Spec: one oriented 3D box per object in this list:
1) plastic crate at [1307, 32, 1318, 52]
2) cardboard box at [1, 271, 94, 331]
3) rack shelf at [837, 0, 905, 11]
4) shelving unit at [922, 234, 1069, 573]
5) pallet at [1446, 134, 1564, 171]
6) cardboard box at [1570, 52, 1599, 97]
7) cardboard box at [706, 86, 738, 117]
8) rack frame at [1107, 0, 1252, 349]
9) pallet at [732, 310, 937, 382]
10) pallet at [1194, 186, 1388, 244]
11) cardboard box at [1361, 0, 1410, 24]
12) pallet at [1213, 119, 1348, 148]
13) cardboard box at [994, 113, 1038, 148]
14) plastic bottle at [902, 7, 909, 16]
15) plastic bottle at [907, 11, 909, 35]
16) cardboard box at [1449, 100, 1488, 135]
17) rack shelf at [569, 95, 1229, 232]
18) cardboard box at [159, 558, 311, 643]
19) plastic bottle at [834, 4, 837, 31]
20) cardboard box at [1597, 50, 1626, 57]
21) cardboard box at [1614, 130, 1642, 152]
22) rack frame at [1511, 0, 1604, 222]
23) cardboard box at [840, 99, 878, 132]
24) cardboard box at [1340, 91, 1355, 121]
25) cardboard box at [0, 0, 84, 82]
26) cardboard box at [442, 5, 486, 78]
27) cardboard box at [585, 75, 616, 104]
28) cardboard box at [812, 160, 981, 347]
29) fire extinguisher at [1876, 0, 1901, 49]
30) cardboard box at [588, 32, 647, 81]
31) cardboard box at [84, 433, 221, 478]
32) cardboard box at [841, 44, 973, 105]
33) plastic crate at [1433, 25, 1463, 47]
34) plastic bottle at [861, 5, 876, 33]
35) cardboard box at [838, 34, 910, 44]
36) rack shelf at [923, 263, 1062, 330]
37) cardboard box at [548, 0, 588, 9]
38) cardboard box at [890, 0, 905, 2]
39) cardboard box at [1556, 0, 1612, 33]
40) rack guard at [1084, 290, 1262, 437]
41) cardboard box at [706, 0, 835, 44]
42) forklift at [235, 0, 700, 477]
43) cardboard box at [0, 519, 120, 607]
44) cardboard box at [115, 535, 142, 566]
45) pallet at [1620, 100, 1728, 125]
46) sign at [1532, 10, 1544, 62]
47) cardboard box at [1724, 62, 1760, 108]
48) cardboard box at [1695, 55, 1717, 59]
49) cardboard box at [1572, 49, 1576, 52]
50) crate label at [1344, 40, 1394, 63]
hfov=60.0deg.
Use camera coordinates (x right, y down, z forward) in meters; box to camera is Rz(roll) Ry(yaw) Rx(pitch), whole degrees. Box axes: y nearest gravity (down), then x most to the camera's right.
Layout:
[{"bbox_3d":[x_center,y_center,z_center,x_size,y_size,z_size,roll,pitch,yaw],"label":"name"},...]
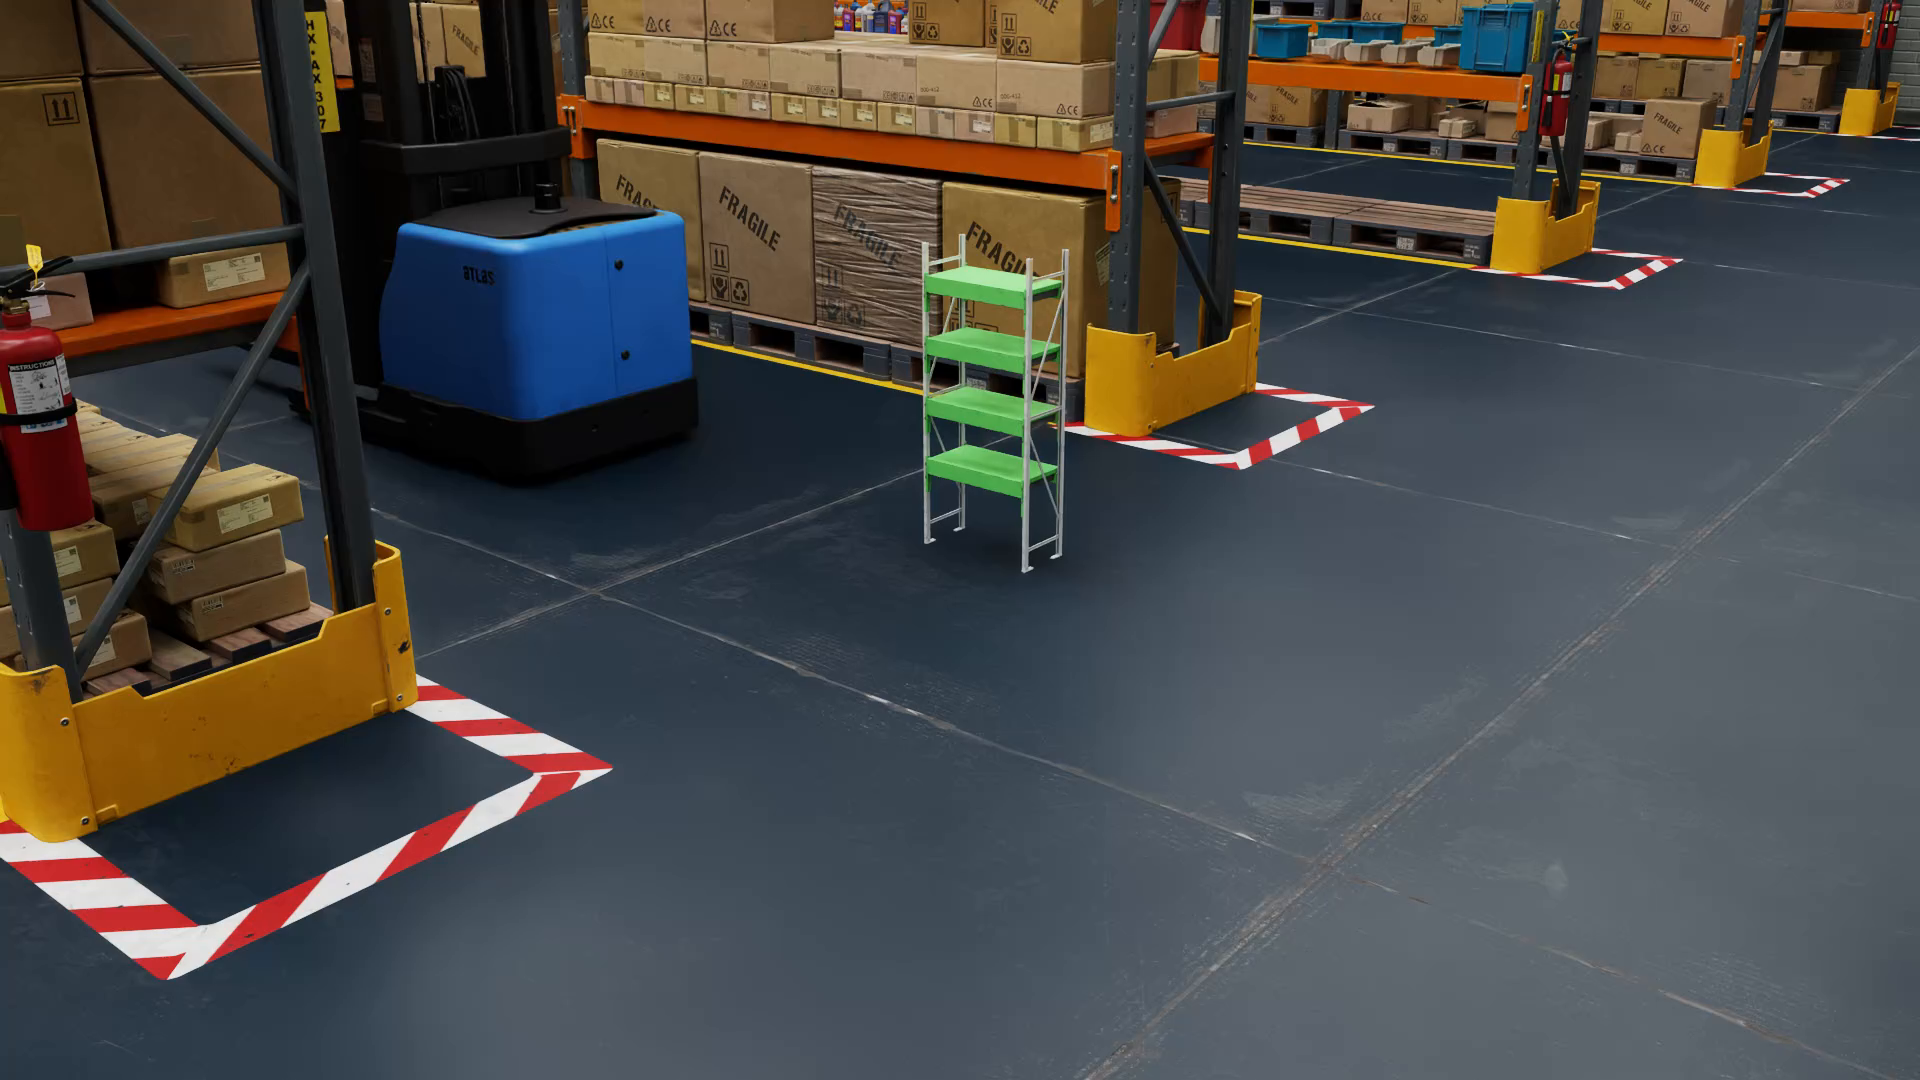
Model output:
[{"bbox_3d":[2.638,-3.934,13.137,0.466,0.136,0.293,16,26,36],"label":"plastic crate"},{"bbox_3d":[-2.579,-0.634,4.454,0.250,0.149,0.380,16,26,36],"label":"cardboard box"},{"bbox_3d":[-0.414,-6.691,21.179,4.000,0.370,1.077,16,26,36],"label":"rack shelf"},{"bbox_3d":[0.128,-0.524,6.359,0.503,1.200,0.258,16,26,36],"label":"shelving unit"},{"bbox_3d":[5.715,-3.958,16.866,1.213,0.211,1.003,16,26,36],"label":"pallet"},{"bbox_3d":[7.878,-5.876,20.946,0.500,0.500,0.700,16,26,37],"label":"cardboard box"},{"bbox_3d":[-1.203,-2.475,9.335,0.250,0.149,0.380,16,26,36],"label":"cardboard box"},{"bbox_3d":[1.066,-2.089,7.957,0.127,3.000,1.000,16,26,36],"label":"rack frame"},{"bbox_3d":[-0.544,-1.214,9.587,1.213,0.211,1.003,16,26,36],"label":"pallet"},{"bbox_3d":[2.643,-2.605,13.277,1.213,0.211,1.003,16,26,36],"label":"pallet"},{"bbox_3d":[4.457,-5.547,16.986,0.500,0.500,0.500,17,26,38],"label":"cardboard box"},{"bbox_3d":[3.580,-4.555,18.448,1.213,0.211,1.003,16,26,36],"label":"pallet"},{"bbox_3d":[0.380,-2.019,8.126,0.250,0.149,0.380,16,26,37],"label":"cardboard box"},{"bbox_3d":[-0.479,-4.864,15.481,0.133,0.283,0.061,16,26,36],"label":"plastic bottle"},{"bbox_3d":[-0.368,-4.553,14.666,0.135,0.276,0.152,16,26,36],"label":"plastic bottle"},{"bbox_3d":[5.436,-4.420,17.324,0.500,0.311,0.500,16,26,36],"label":"cardboard box"},{"bbox_3d":[-0.483,-2.199,9.267,4.000,0.370,1.077,16,26,36],"label":"rack shelf"},{"bbox_3d":[-2.352,0.177,5.392,0.250,0.149,0.380,17,26,37],"label":"cardboard box"},{"bbox_3d":[-1.156,-4.765,15.235,0.097,0.271,0.097,0,21,0],"label":"plastic bottle"},{"bbox_3d":[8.028,-6.053,20.496,0.250,0.149,0.380,17,27,38],"label":"cardboard box"},{"bbox_3d":[6.499,-3.845,16.006,0.250,0.166,0.380,16,26,36],"label":"cardboard box"},{"bbox_3d":[4.198,-3.443,11.547,0.127,3.000,1.000,16,26,36],"label":"rack frame"},{"bbox_3d":[-0.411,-2.246,8.729,0.250,0.149,0.380,16,26,36],"label":"cardboard box"},{"bbox_3d":[4.013,-4.899,18.329,0.500,0.500,0.500,15,25,34],"label":"cardboard box"},{"bbox_3d":[-2.660,-1.444,4.265,0.500,0.500,0.500,15,26,35],"label":"cardboard box"},{"bbox_3d":[-2.947,-3.170,10.682,0.500,0.500,0.500,17,27,38],"label":"cardboard box"},{"bbox_3d":[-2.014,-2.707,9.952,0.250,0.149,0.380,16,26,36],"label":"cardboard box"},{"bbox_3d":[-0.185,-1.615,9.117,0.875,0.875,0.875,16,26,36],"label":"cardboard box"},{"bbox_3d":[10.287,-5.781,18.385,0.183,0.674,0.296,16,26,36],"label":"fire extinguisher"},{"bbox_3d":[-1.834,-2.874,9.830,0.500,0.250,0.500,16,26,35],"label":"cardboard box"},{"bbox_3d":[-2.743,-0.226,5.619,0.250,0.149,0.380,16,26,36],"label":"cardboard box"},{"bbox_3d":[-0.264,-2.420,8.627,0.500,0.250,0.500,15,25,35],"label":"cardboard box"},{"bbox_3d":[3.705,-3.685,12.340,0.300,0.233,0.416,16,26,36],"label":"plastic crate"},{"bbox_3d":[-0.794,-4.676,14.991,0.135,0.276,0.152,16,26,36],"label":"plastic bottle"},{"bbox_3d":[-0.336,-2.681,9.318,0.500,0.250,0.500,15,26,35],"label":"cardboard box"},{"bbox_3d":[0.128,-0.914,6.212,0.480,0.148,0.258,16,26,36],"label":"rack shelf"},{"bbox_3d":[-2.533,-3.638,10.501,0.637,0.503,0.797,15,25,35],"label":"cardboard box"},{"bbox_3d":[-0.583,-7.115,21.143,0.500,0.500,0.500,16,26,36],"label":"cardboard box"},{"bbox_3d":[6.027,-5.096,15.789,0.500,0.500,0.500,16,26,37],"label":"cardboard box"},{"bbox_3d":[1.085,-0.914,8.384,0.348,0.500,1.175,16,26,36],"label":"rack guard"},{"bbox_3d":[-1.040,-2.998,9.095,0.500,0.500,0.500,15,25,35],"label":"cardboard box"},{"bbox_3d":[-2.704,-2.055,7.963,3.031,2.935,1.130,16,26,36],"label":"forklift"},{"bbox_3d":[-2.718,0.054,4.875,0.250,0.149,0.380,16,26,37],"label":"cardboard box"},{"bbox_3d":[-2.568,-0.021,5.497,0.250,0.149,0.380,16,26,36],"label":"cardboard box"},{"bbox_3d":[8.852,-5.276,20.359,1.213,0.211,1.003,16,26,36],"label":"pallet"},{"bbox_3d":[3.863,-3.365,11.110,0.005,0.325,0.100,16,26,36],"label":"sign"},{"bbox_3d":[9.469,-5.419,19.733,0.500,0.500,0.700,16,26,36],"label":"cardboard box"},{"bbox_3d":[9.097,-5.920,20.143,0.250,0.149,0.380,16,26,37],"label":"cardboard box"},{"bbox_3d":[7.891,-6.266,21.061,0.250,0.149,0.380,16,26,36],"label":"cardboard box"},{"bbox_3d":[3.005,-3.604,12.263,0.243,0.136,0.396,16,26,36],"label":"crate label"}]
